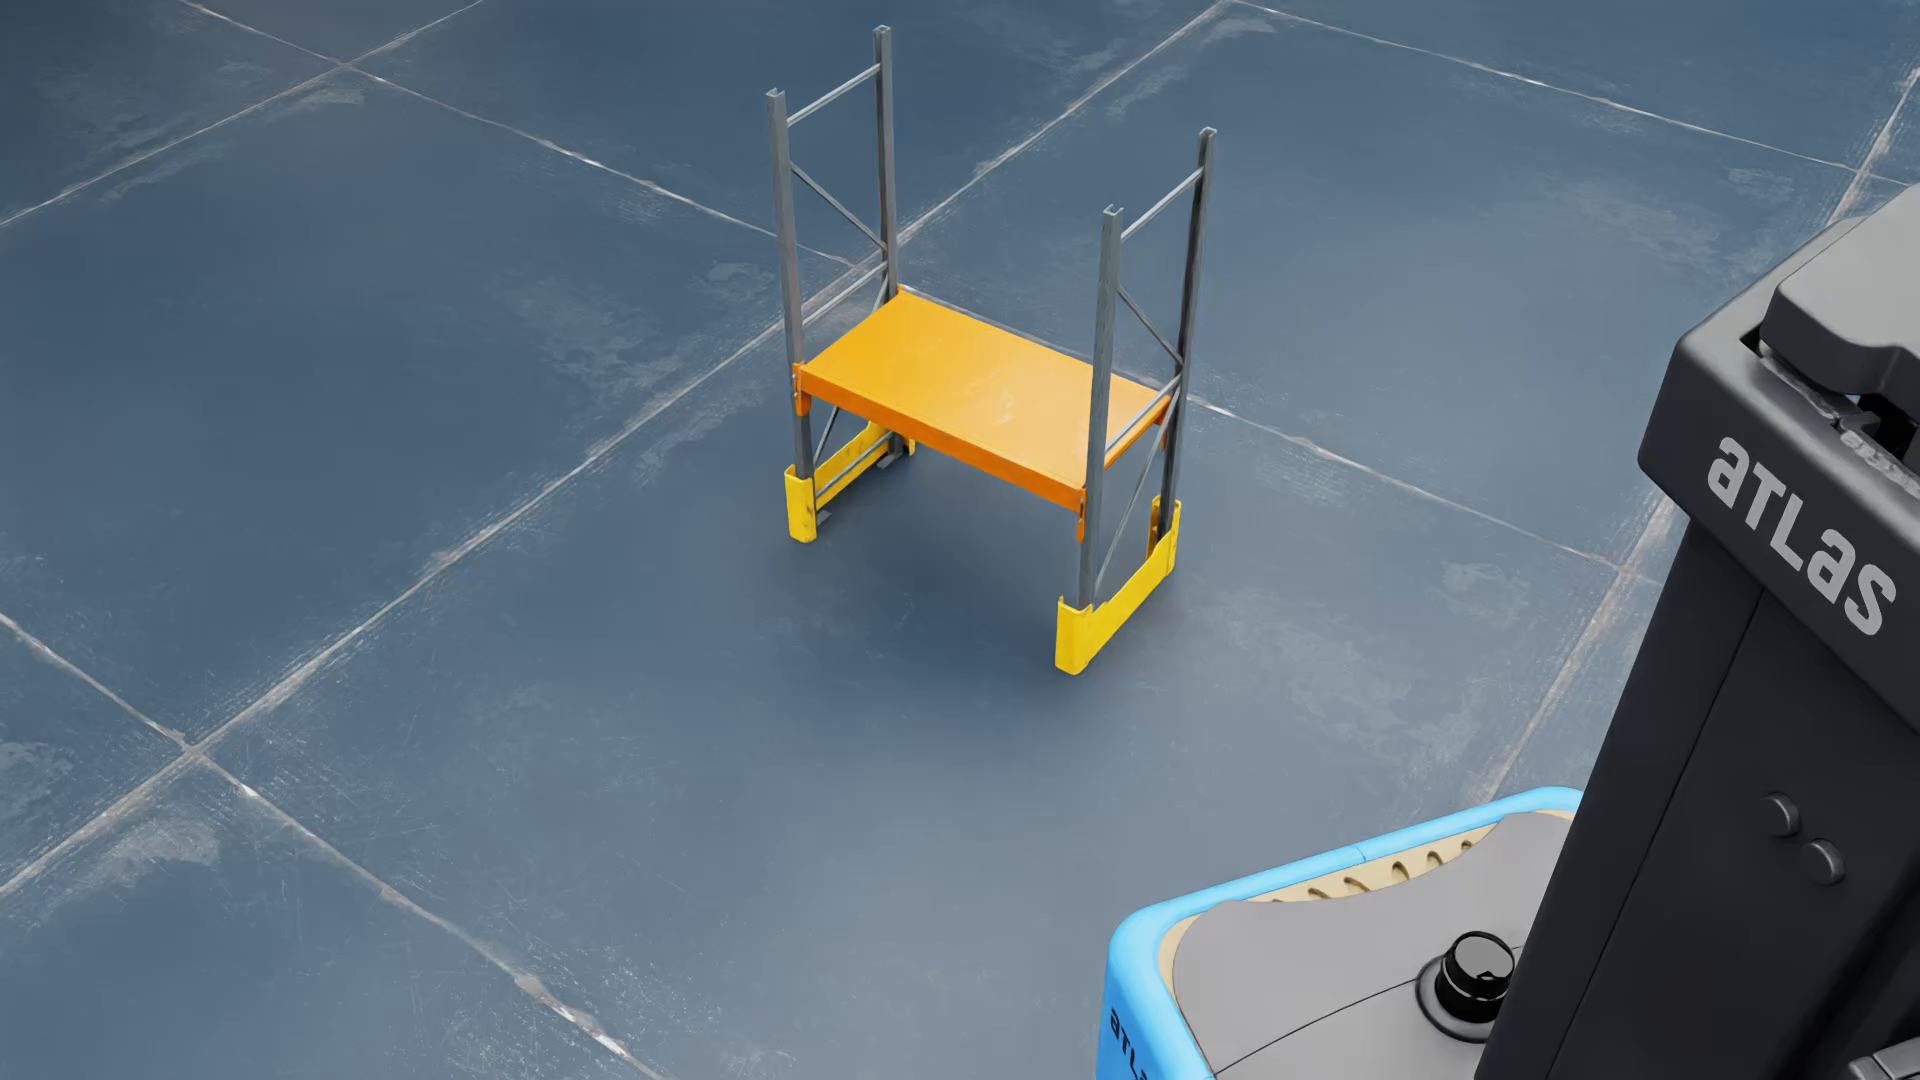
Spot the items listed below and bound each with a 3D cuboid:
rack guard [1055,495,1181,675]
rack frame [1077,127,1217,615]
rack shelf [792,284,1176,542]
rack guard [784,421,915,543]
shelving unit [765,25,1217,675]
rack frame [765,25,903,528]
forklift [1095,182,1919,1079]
[{"bbox_3d":[0.470,0.127,4.921,0.087,0.250,0.587,25,48,25],"label":"rack guard"},{"bbox_3d":[0.486,-0.332,4.496,0.032,1.500,0.500,25,48,25],"label":"rack frame"},{"bbox_3d":[0.070,-0.392,4.833,1.000,0.185,0.538,25,48,25],"label":"rack shelf"},{"bbox_3d":[-0.345,-0.255,5.347,0.087,0.250,0.587,25,48,25],"label":"rack guard"},{"bbox_3d":[0.062,-0.530,4.717,1.083,1.500,0.587,25,48,25],"label":"shelving unit"},{"bbox_3d":[-0.346,-0.721,4.931,0.032,1.500,0.500,25,48,25],"label":"rack frame"},{"bbox_3d":[1.212,1.190,1.722,1.130,2.935,3.031,-13,44,-14],"label":"forklift"}]
